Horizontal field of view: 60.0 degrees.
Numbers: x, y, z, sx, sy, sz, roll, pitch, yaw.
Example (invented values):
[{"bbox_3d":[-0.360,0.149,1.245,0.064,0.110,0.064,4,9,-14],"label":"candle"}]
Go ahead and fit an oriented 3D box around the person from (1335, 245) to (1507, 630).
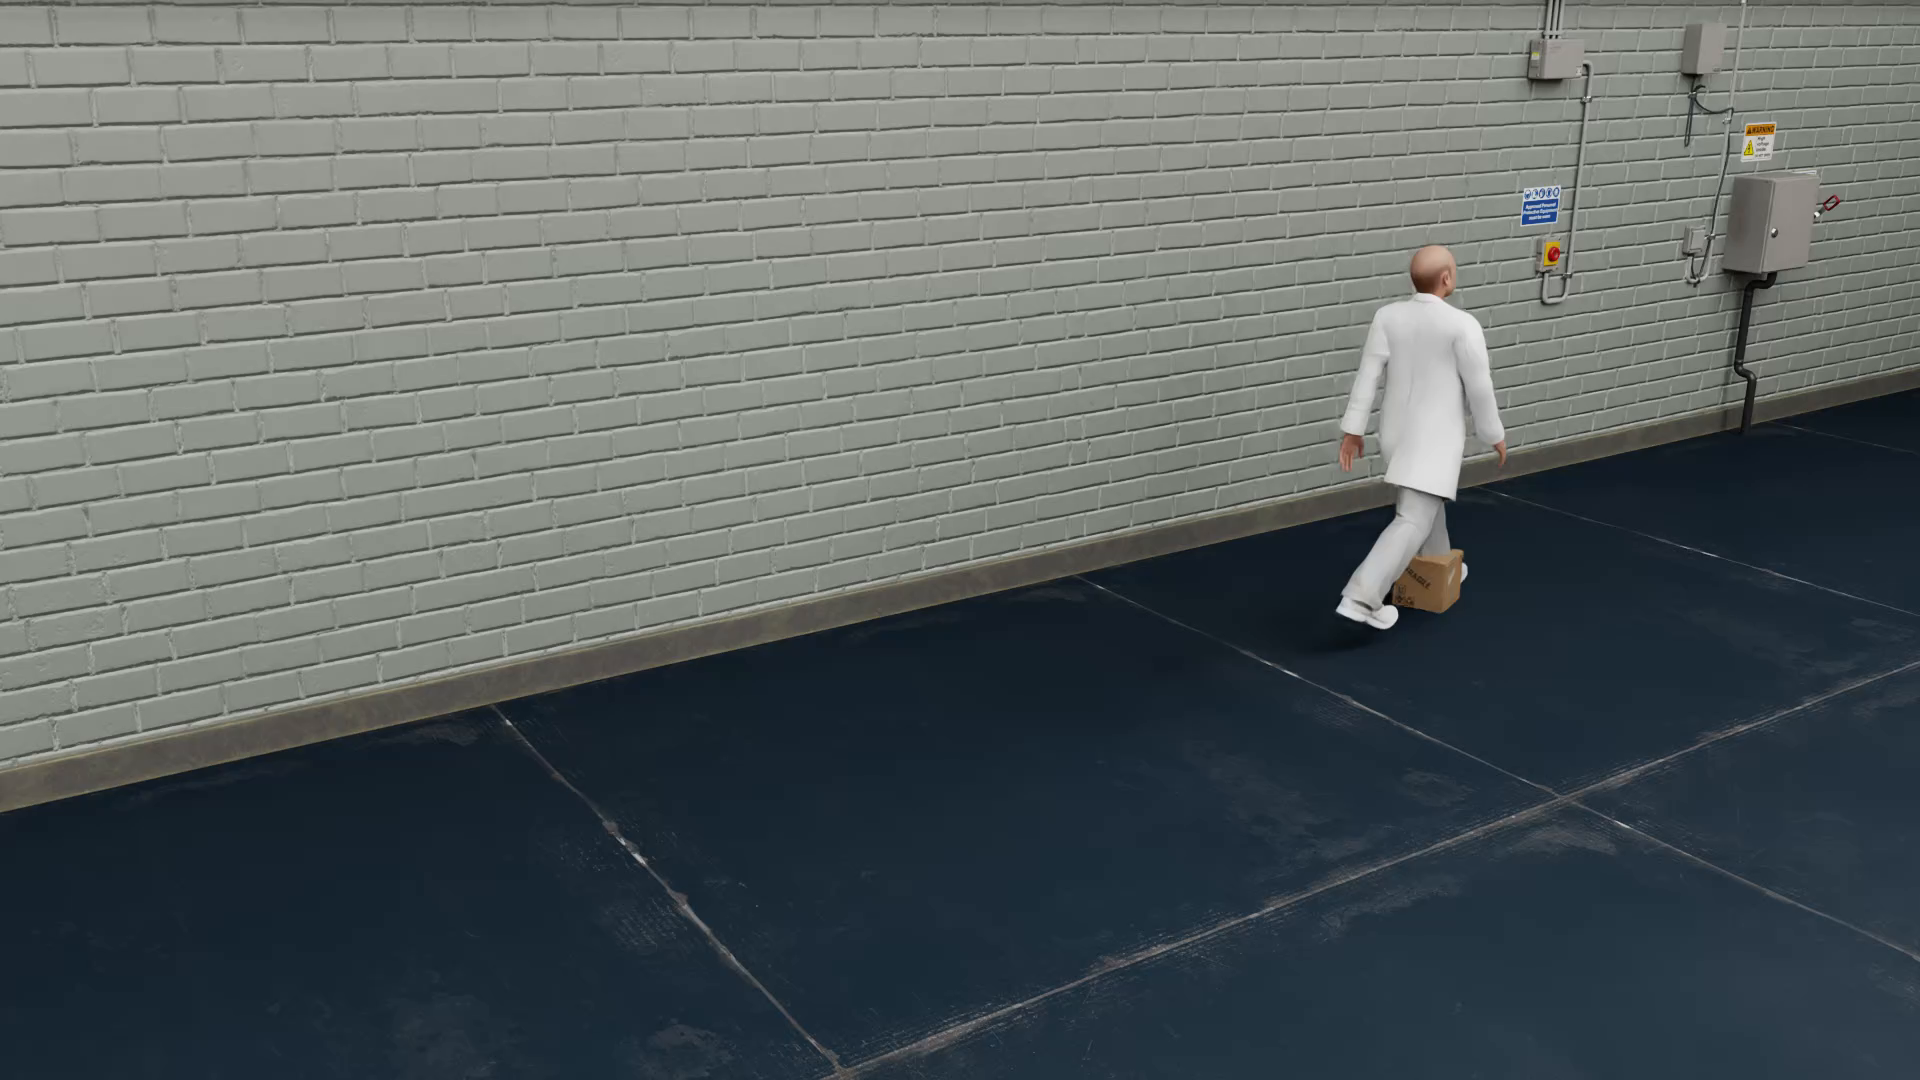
[{"bbox_3d":[2.093,-0.470,7.561,1.179,1.727,0.630,-13,22,-36],"label":"person"}]
